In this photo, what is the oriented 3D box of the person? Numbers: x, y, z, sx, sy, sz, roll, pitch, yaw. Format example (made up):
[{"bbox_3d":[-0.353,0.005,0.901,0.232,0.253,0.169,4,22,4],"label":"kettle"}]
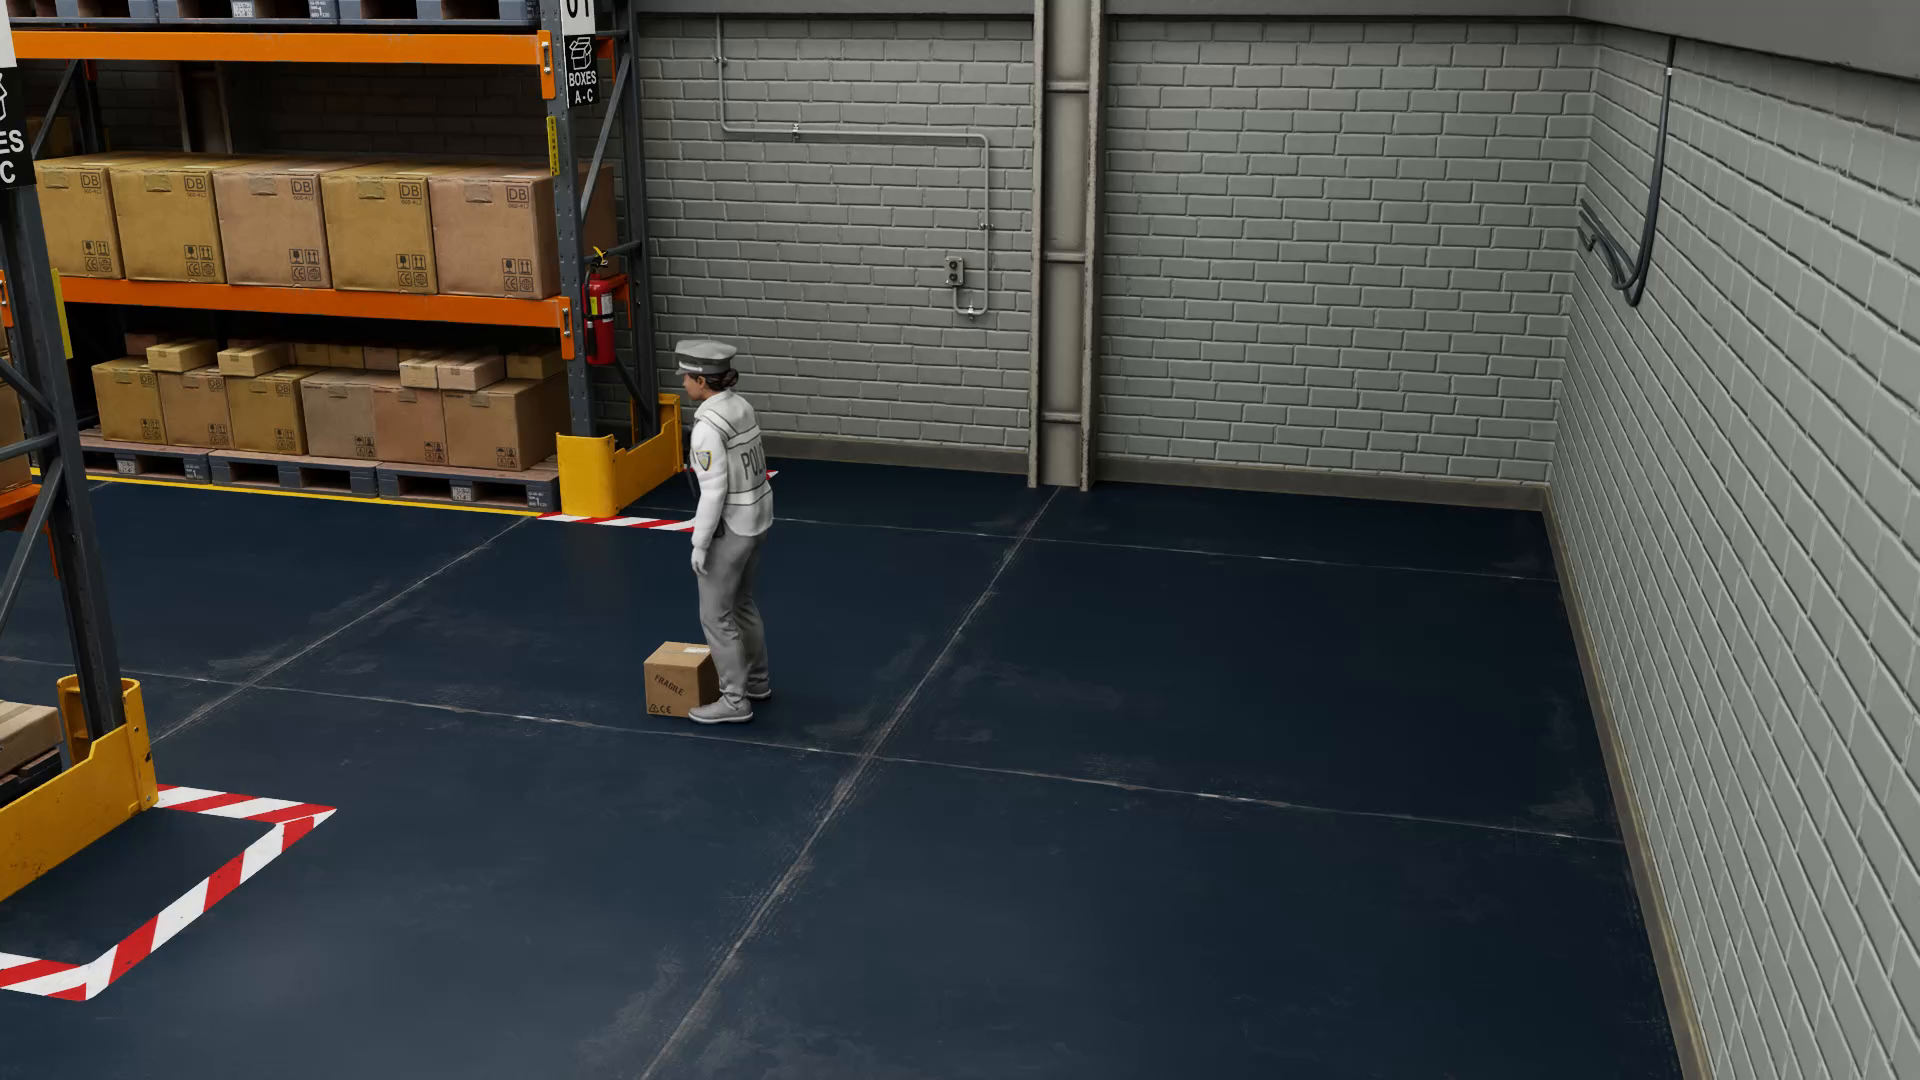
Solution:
[{"bbox_3d":[-1.002,-0.032,7.149,0.371,1.663,0.530,5,19,14],"label":"person"}]
